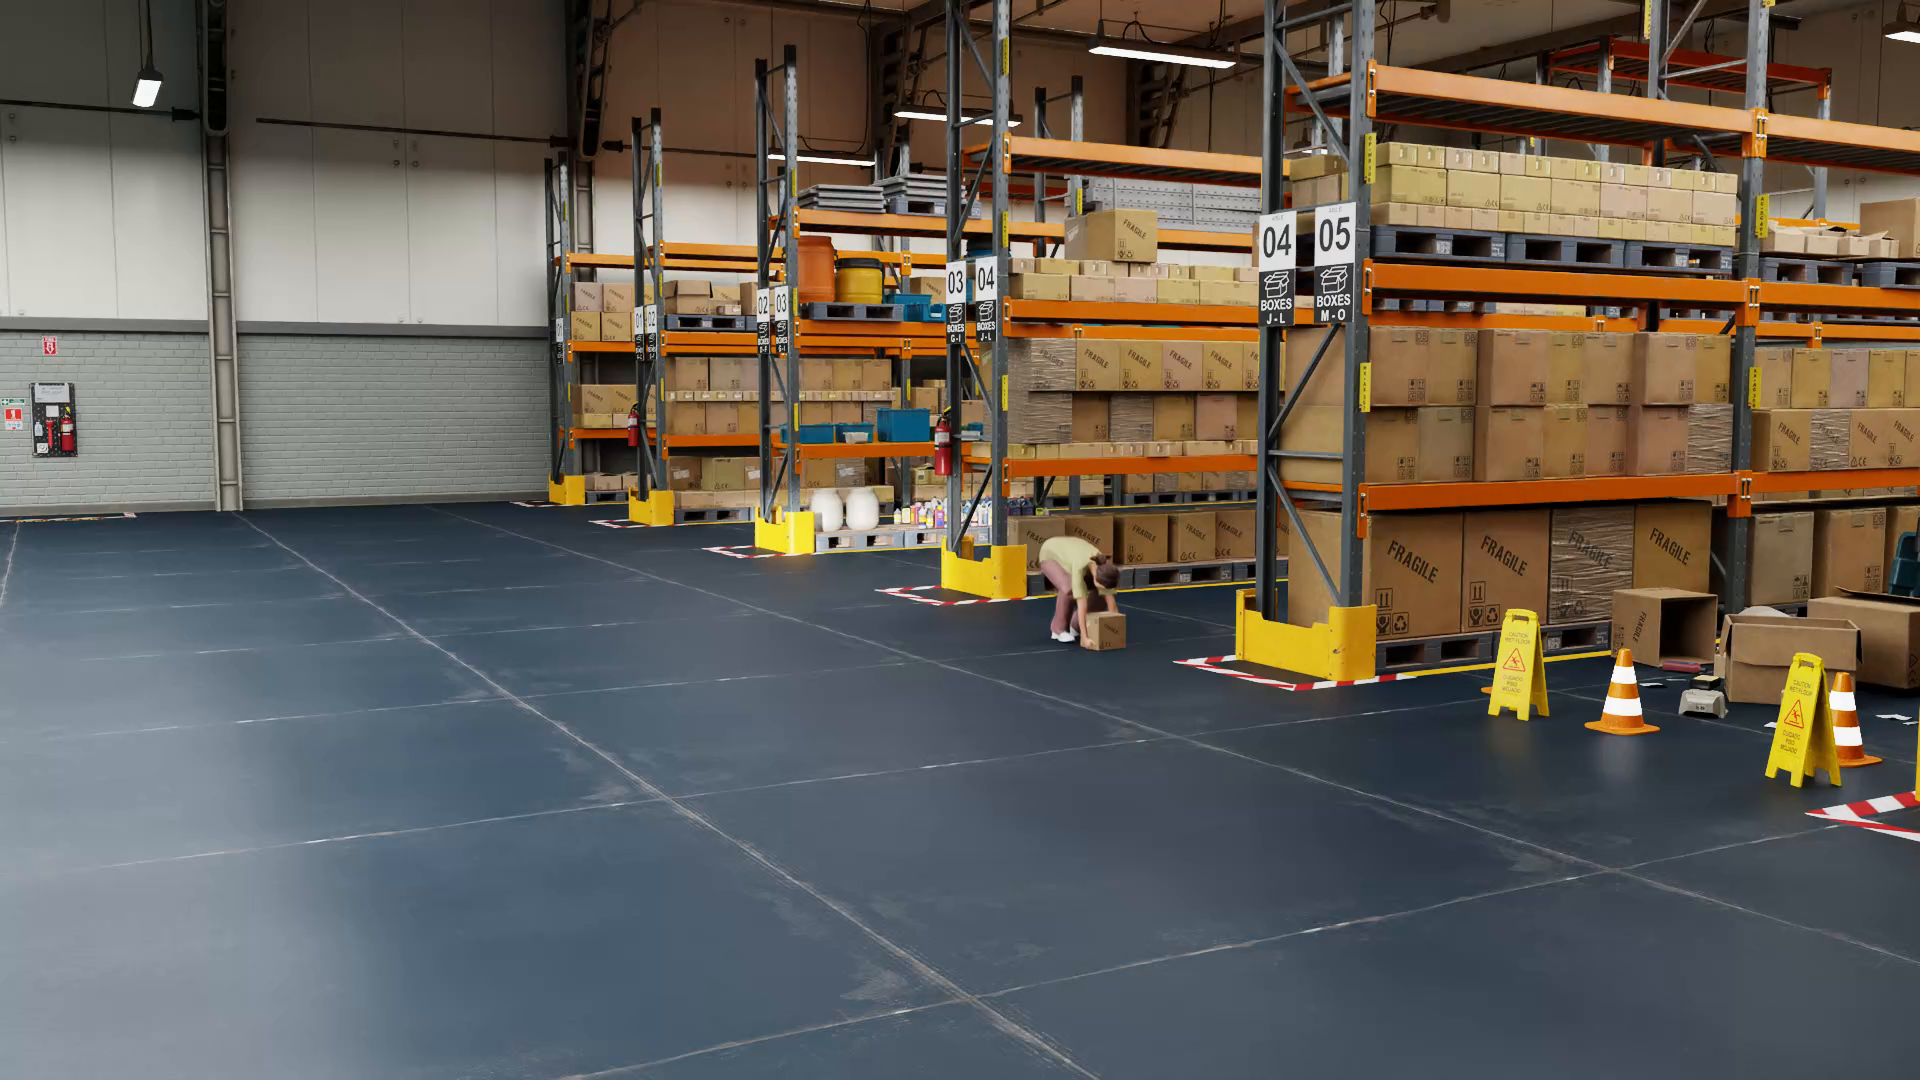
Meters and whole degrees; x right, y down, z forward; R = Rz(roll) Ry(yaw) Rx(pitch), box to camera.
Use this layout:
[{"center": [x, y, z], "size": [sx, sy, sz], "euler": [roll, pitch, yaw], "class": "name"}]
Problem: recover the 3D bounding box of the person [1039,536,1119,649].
[{"center": [0.958, 0.397, 12.937], "size": [0.470, 0.827, 0.857], "euler": [-3, 6, -31], "class": "person"}]
